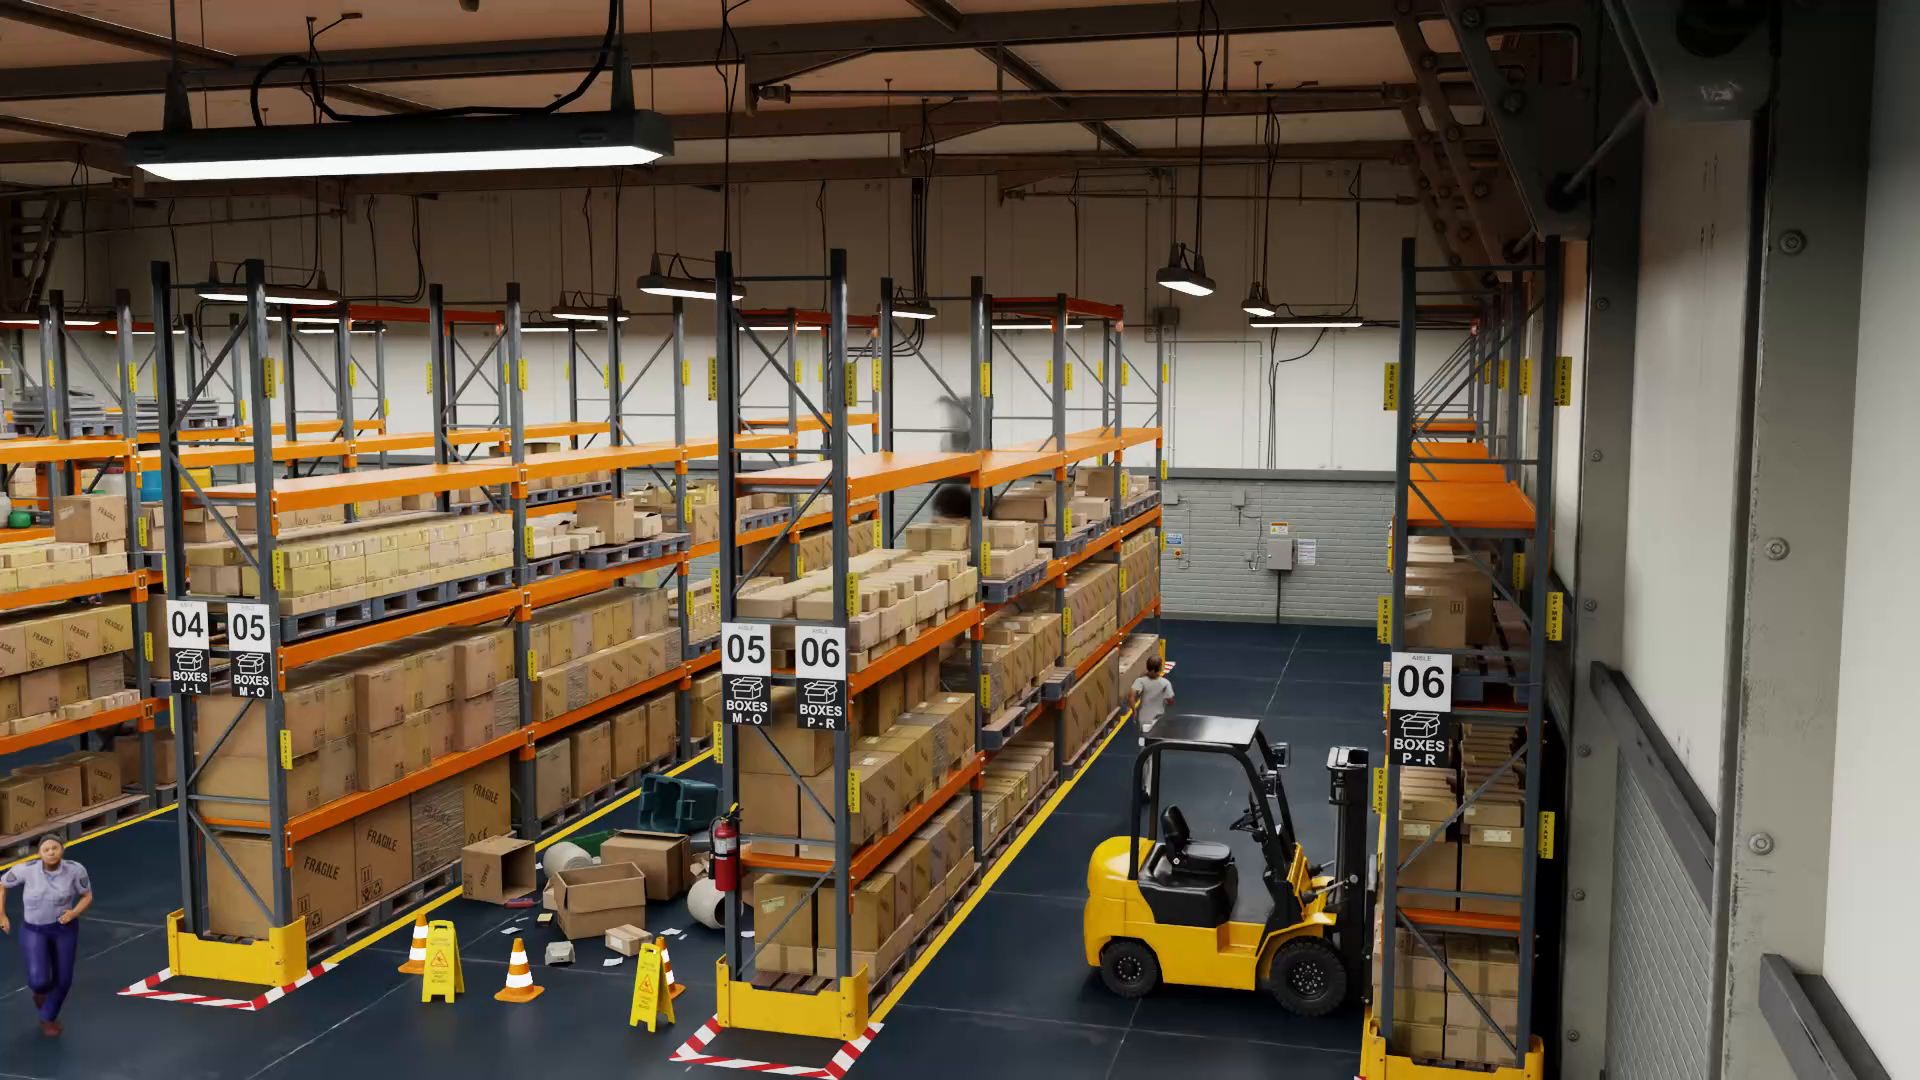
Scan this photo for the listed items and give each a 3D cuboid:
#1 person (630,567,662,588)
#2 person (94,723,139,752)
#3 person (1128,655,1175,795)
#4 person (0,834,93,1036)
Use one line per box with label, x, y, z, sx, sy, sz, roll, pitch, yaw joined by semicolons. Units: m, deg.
person;-5.964;0.969;31.971;0.943;1.695;0.592;5;8;39
person;-11.032;2.055;21.644;0.661;1.682;0.585;2;6;20
person;2.297;2.239;19.901;0.508;1.707;0.810;2;6;19
person;-6.984;3.048;12.735;0.646;1.582;0.605;-4;7;-33
